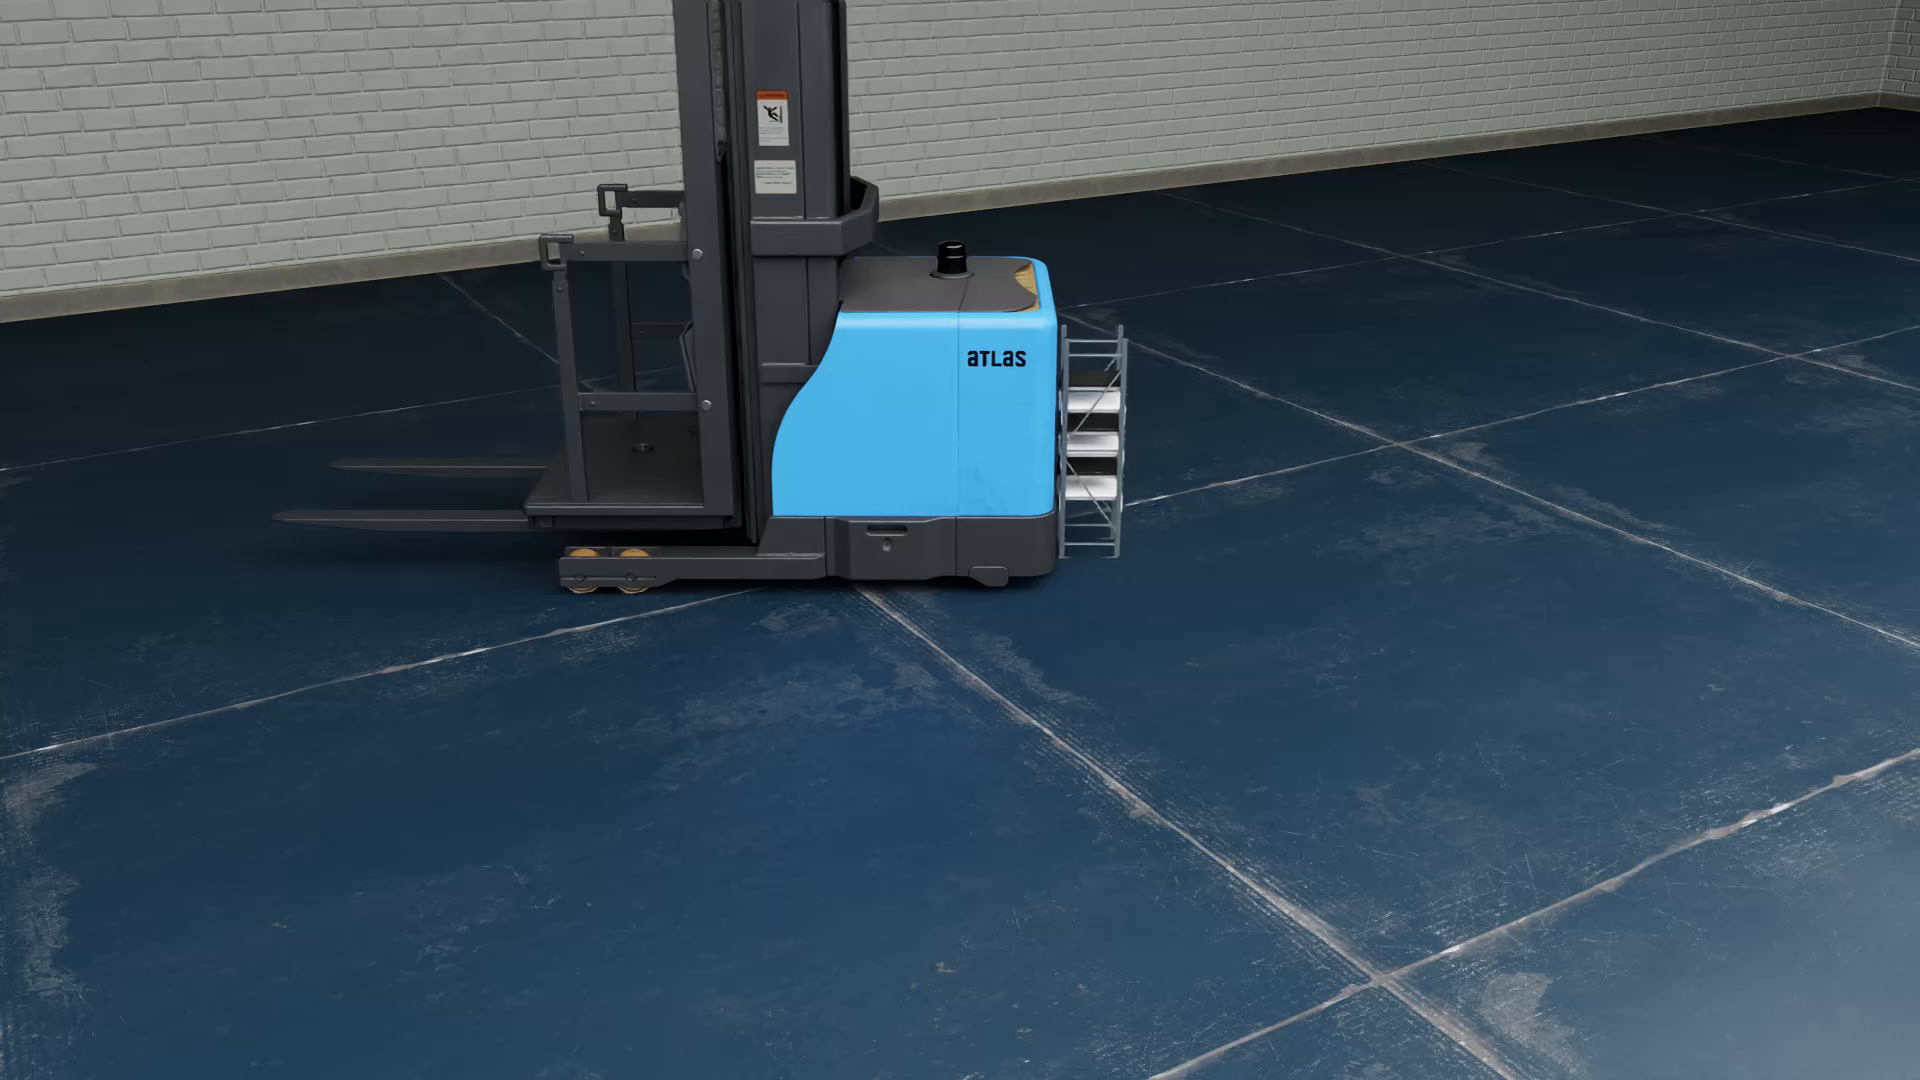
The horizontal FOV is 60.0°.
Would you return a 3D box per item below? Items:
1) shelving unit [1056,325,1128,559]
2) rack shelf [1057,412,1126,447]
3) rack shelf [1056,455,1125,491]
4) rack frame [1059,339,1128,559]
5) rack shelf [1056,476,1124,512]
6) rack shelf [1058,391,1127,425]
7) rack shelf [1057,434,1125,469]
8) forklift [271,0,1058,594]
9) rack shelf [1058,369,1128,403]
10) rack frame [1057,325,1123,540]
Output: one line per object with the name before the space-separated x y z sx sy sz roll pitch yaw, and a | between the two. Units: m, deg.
shelving unit | 0.515 -0.382 6.556 0.258 0.900 0.210 0 22 0
rack shelf | 0.515 -0.434 6.535 0.258 0.077 0.200 0 22 0
rack shelf | 0.515 -0.268 6.603 0.258 0.077 0.200 0 22 0
rack frame | 0.514 -0.344 6.462 0.240 0.900 0.006 0 22 0
rack shelf | 0.515 -0.184 6.636 0.258 0.077 0.200 0 22 0
rack shelf | 0.515 -0.518 6.501 0.258 0.077 0.200 0 22 0
rack shelf | 0.515 -0.351 6.569 0.258 0.077 0.200 0 22 0
forklift | -1.147 -1.353 6.248 3.031 2.935 1.130 0 22 0
rack shelf | 0.515 -0.601 6.467 0.258 0.077 0.200 0 22 0
rack frame | 0.516 -0.420 6.650 0.240 0.900 0.006 0 22 0
